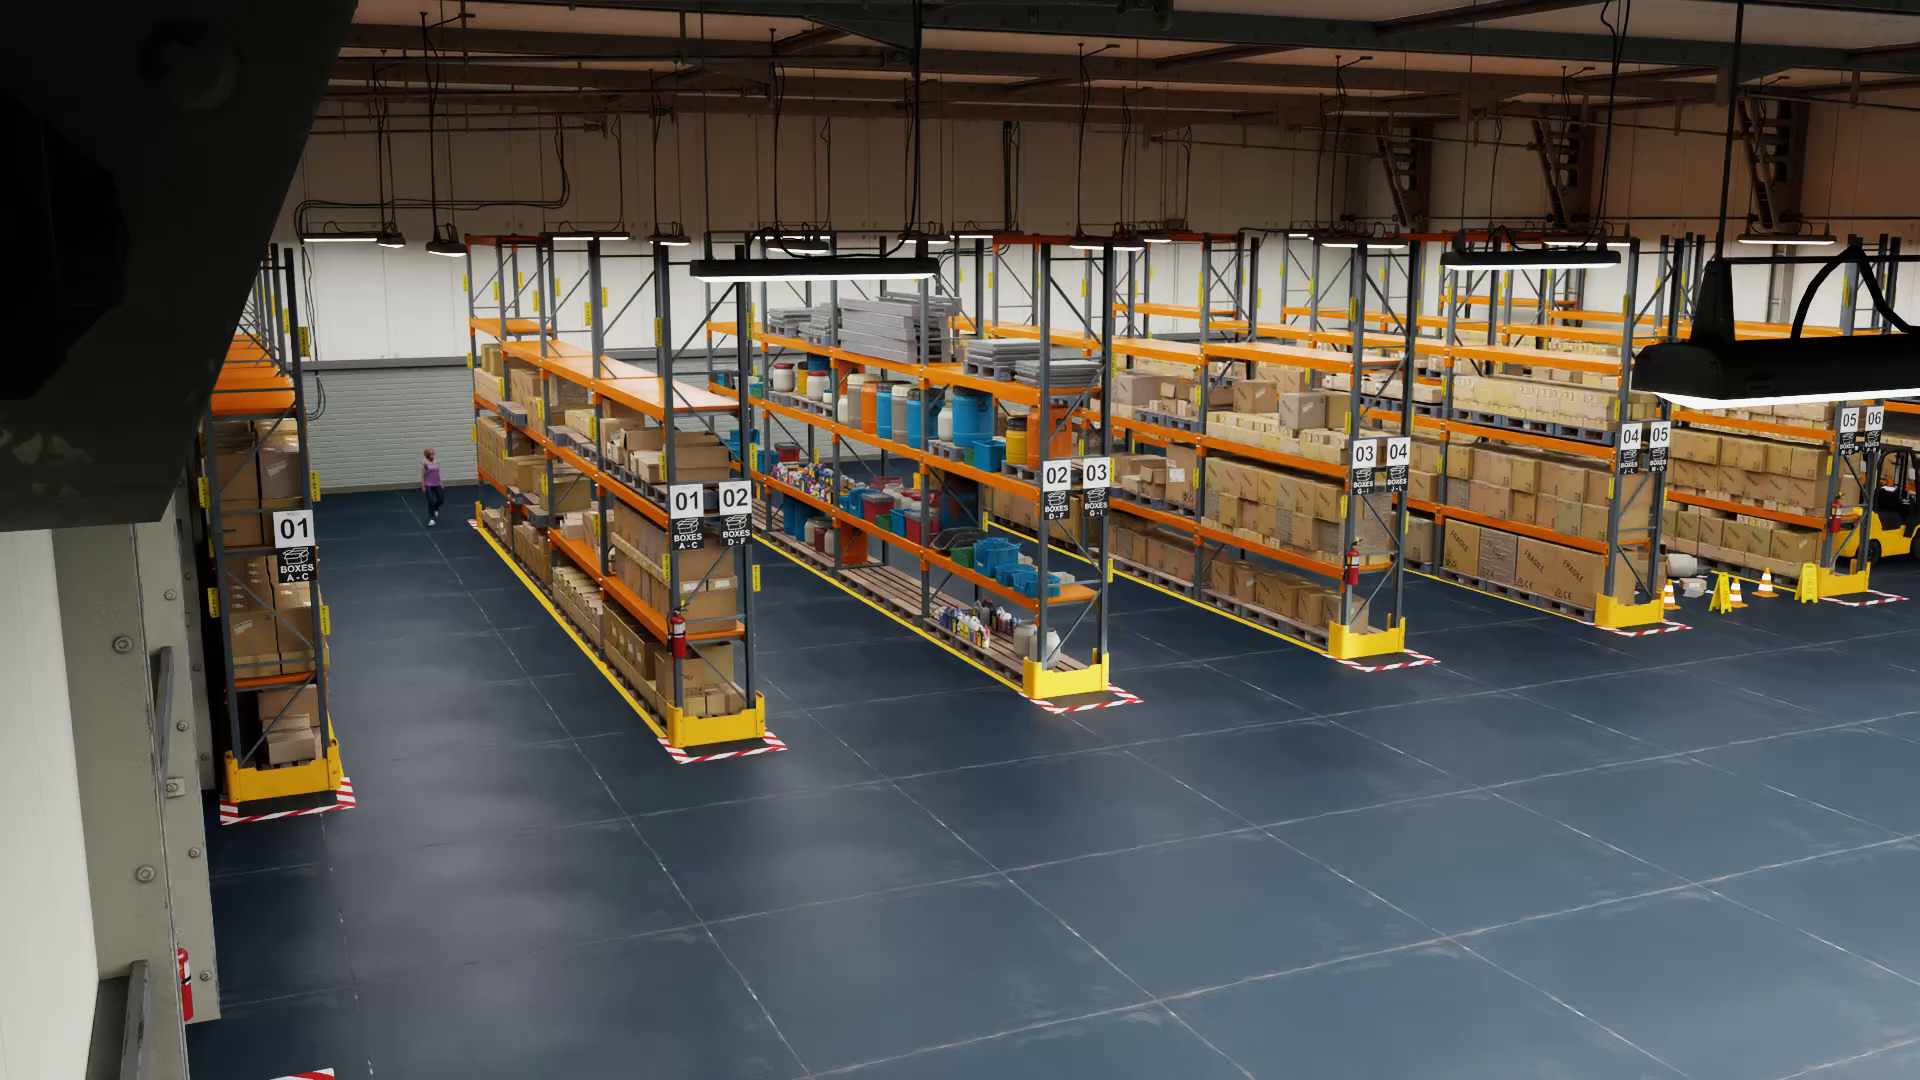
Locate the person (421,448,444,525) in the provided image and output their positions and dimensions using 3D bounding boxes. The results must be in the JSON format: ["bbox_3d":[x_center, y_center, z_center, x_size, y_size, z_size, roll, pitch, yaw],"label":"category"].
[{"bbox_3d":[-11.042,-1.129,34.721,0.446,1.591,0.565,-7,13,-32],"label":"person"}]

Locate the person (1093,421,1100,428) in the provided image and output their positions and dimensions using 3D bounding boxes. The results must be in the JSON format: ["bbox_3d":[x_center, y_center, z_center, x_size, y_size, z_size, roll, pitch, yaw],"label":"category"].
[{"bbox_3d":[3.546,-2.555,41.856,0.486,1.714,0.471,-9,14,-39],"label":"person"}]
